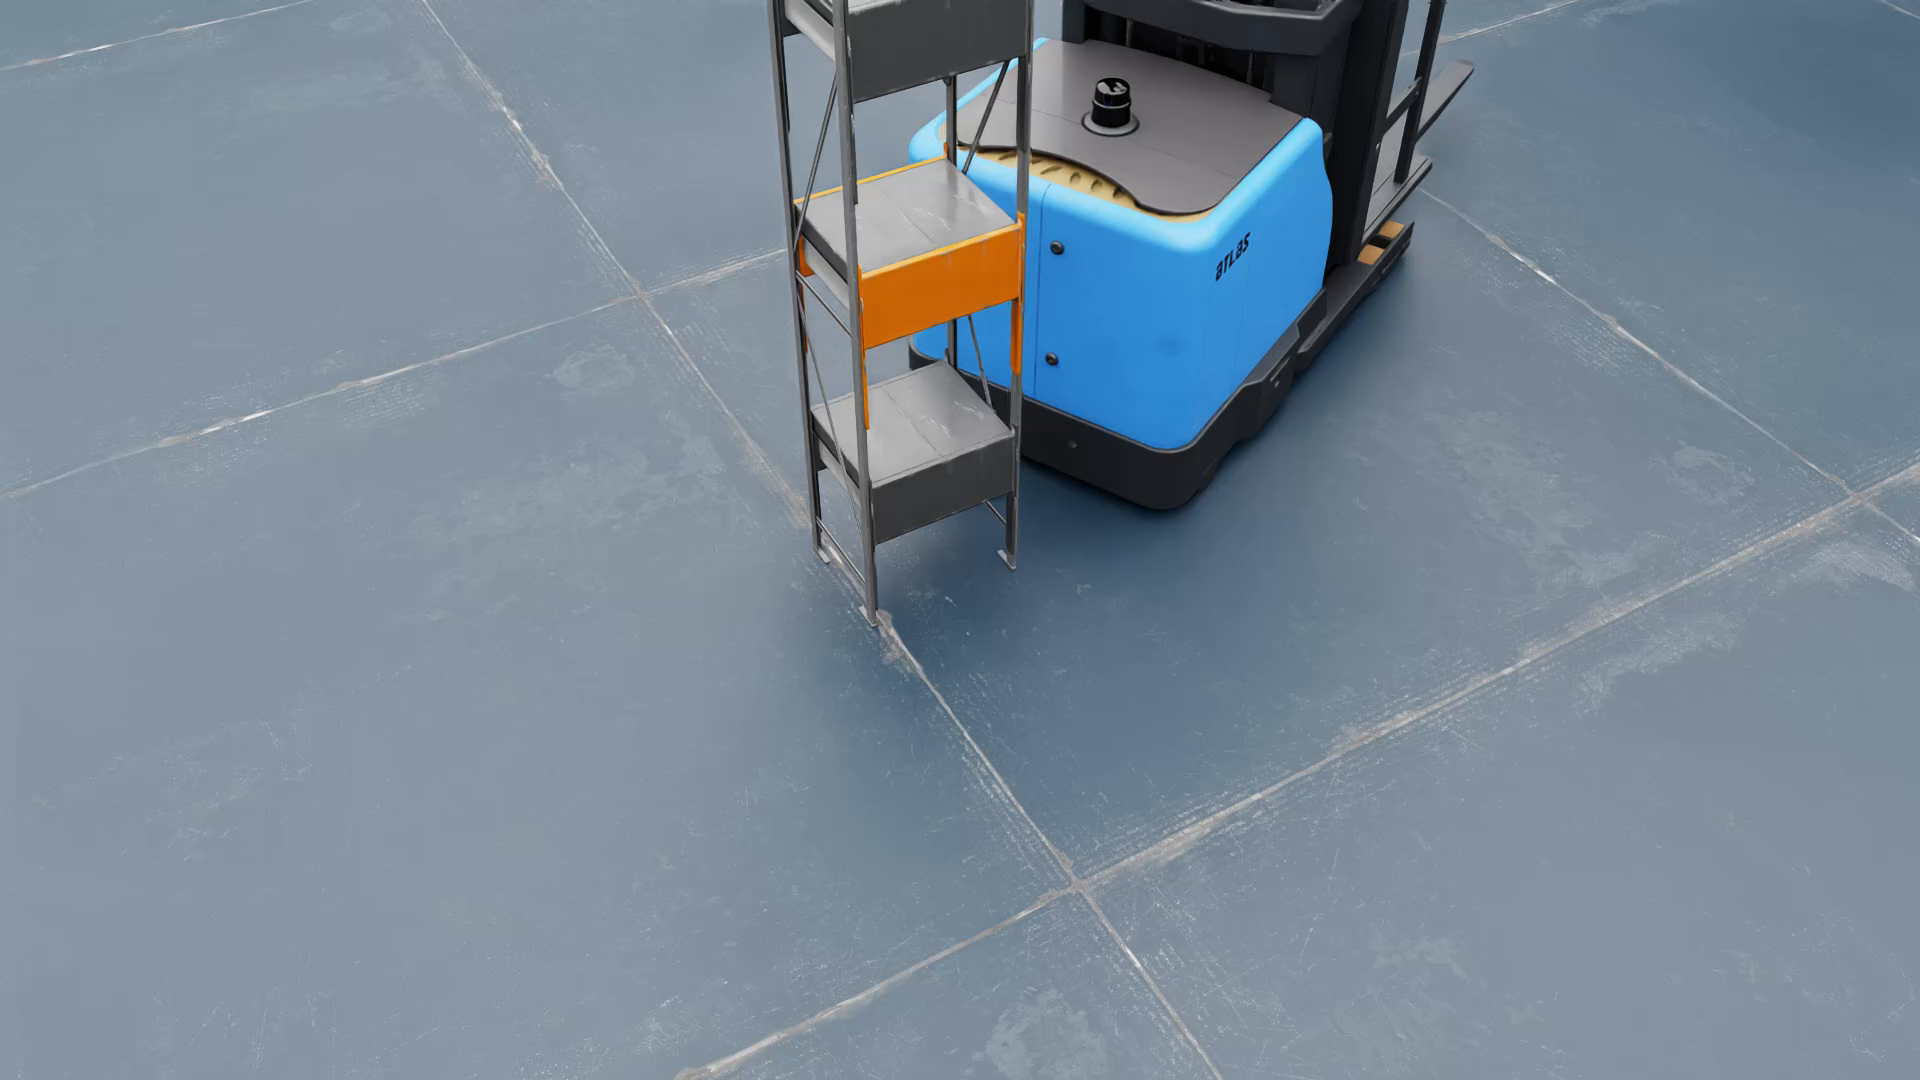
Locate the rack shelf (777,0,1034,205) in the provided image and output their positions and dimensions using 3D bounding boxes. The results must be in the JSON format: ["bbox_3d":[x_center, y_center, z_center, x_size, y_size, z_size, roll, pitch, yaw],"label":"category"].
[{"bbox_3d":[-0.144,-1.189,3.982,0.480,0.518,0.431,-22,48,-21],"label":"rack shelf"}]

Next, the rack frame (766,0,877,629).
[{"bbox_3d":[-0.355,-0.611,4.372,0.015,2.100,0.400,-22,48,-21],"label":"rack frame"}]

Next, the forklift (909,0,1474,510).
[{"bbox_3d":[1.058,-2.149,5.360,1.130,2.935,3.031,24,49,23],"label":"forklift"}]

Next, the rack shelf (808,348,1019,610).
[{"bbox_3d":[-0.144,-0.184,4.957,0.480,0.518,0.431,-22,48,-21],"label":"rack shelf"}]

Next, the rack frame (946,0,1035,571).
[{"bbox_3d":[0.068,-0.781,4.547,0.015,2.100,0.400,-22,48,-21],"label":"rack frame"}]

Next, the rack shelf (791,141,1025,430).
[{"bbox_3d":[-0.144,-0.686,4.469,0.480,0.518,0.431,-22,48,-21],"label":"rack shelf"}]

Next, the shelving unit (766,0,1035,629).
[{"bbox_3d":[-0.144,-0.696,4.460,0.503,2.100,0.431,-22,48,-21],"label":"shelving unit"}]
